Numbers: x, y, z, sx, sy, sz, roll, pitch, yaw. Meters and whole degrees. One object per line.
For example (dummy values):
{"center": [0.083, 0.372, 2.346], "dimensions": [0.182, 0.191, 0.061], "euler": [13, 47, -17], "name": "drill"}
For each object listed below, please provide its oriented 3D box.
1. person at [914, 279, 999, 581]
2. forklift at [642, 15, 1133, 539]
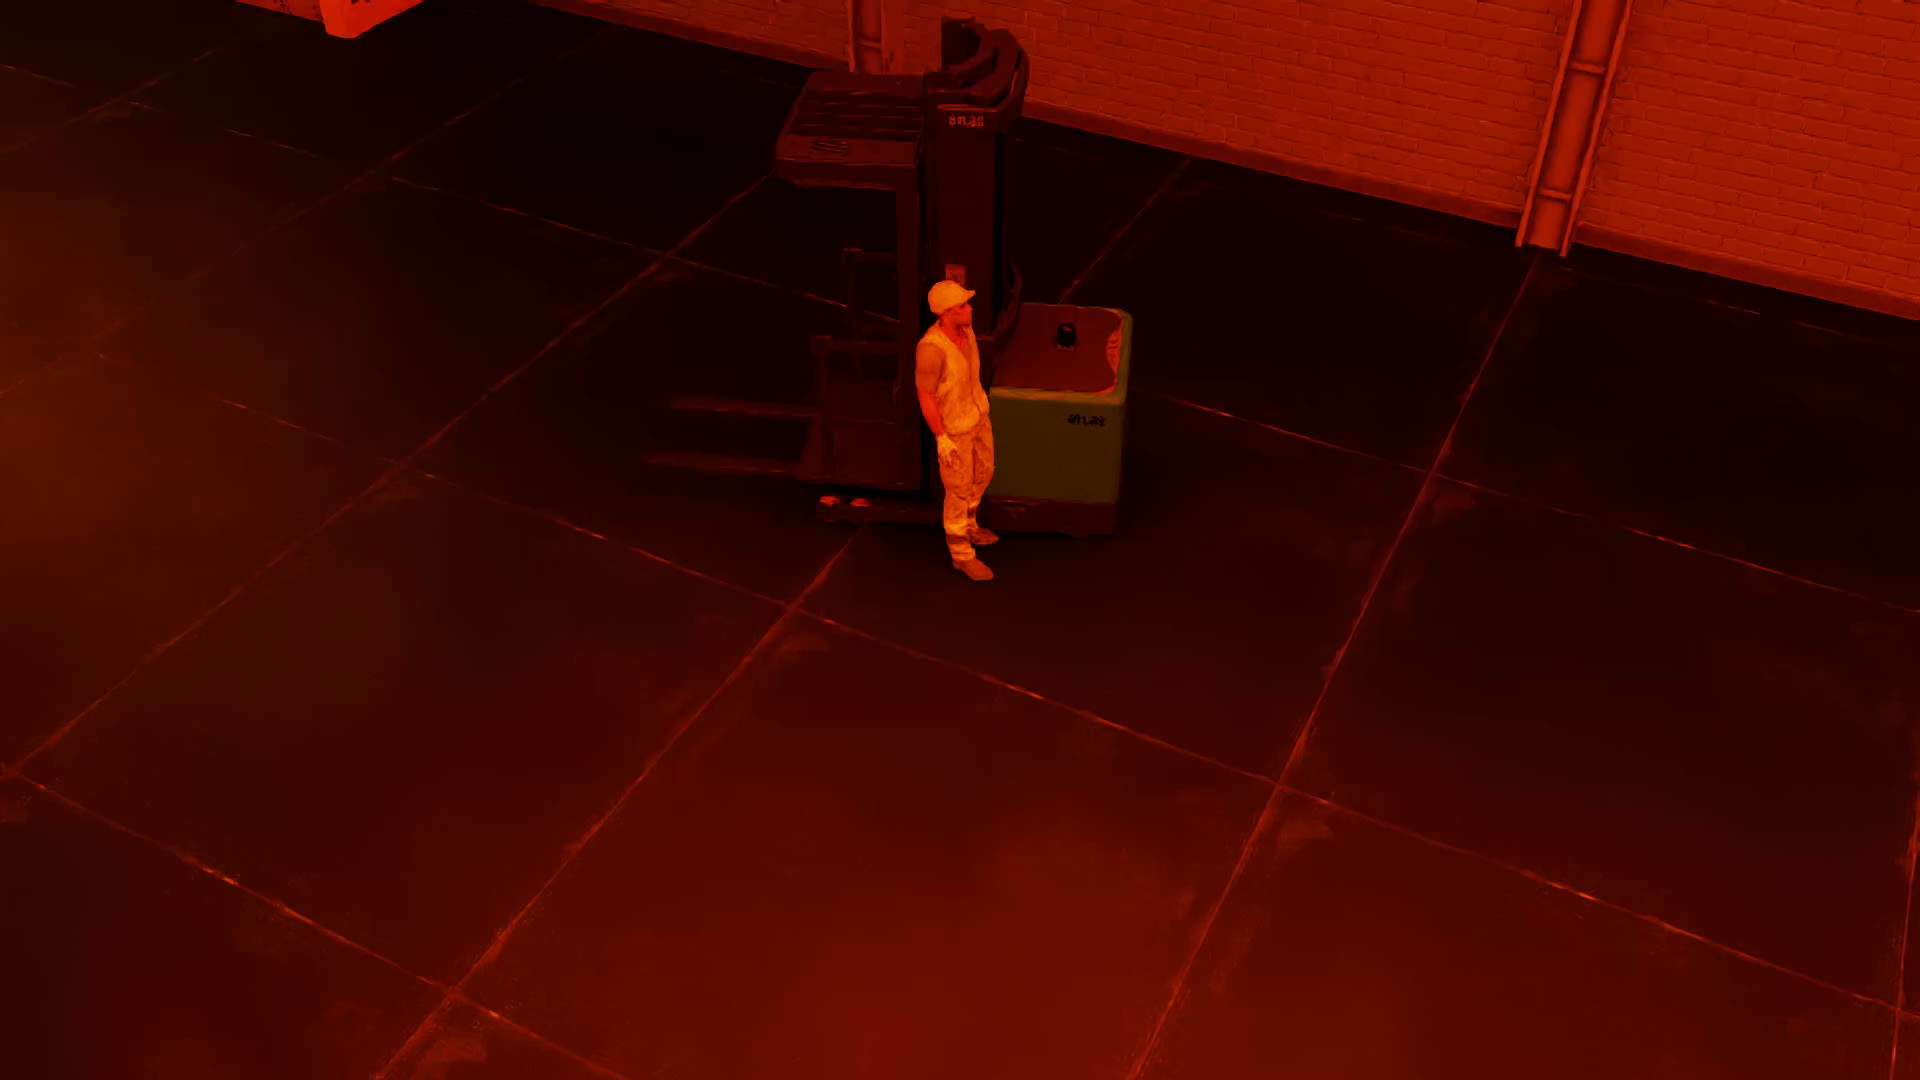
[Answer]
{"center": [0.058, -0.666, 9.645], "dimensions": [0.579, 1.781, 0.637], "euler": [18, 43, 21], "name": "person"}
{"center": [-0.472, -1.549, 9.825], "dimensions": [3.031, 2.935, 1.130], "euler": [5, 40, 6], "name": "forklift"}
